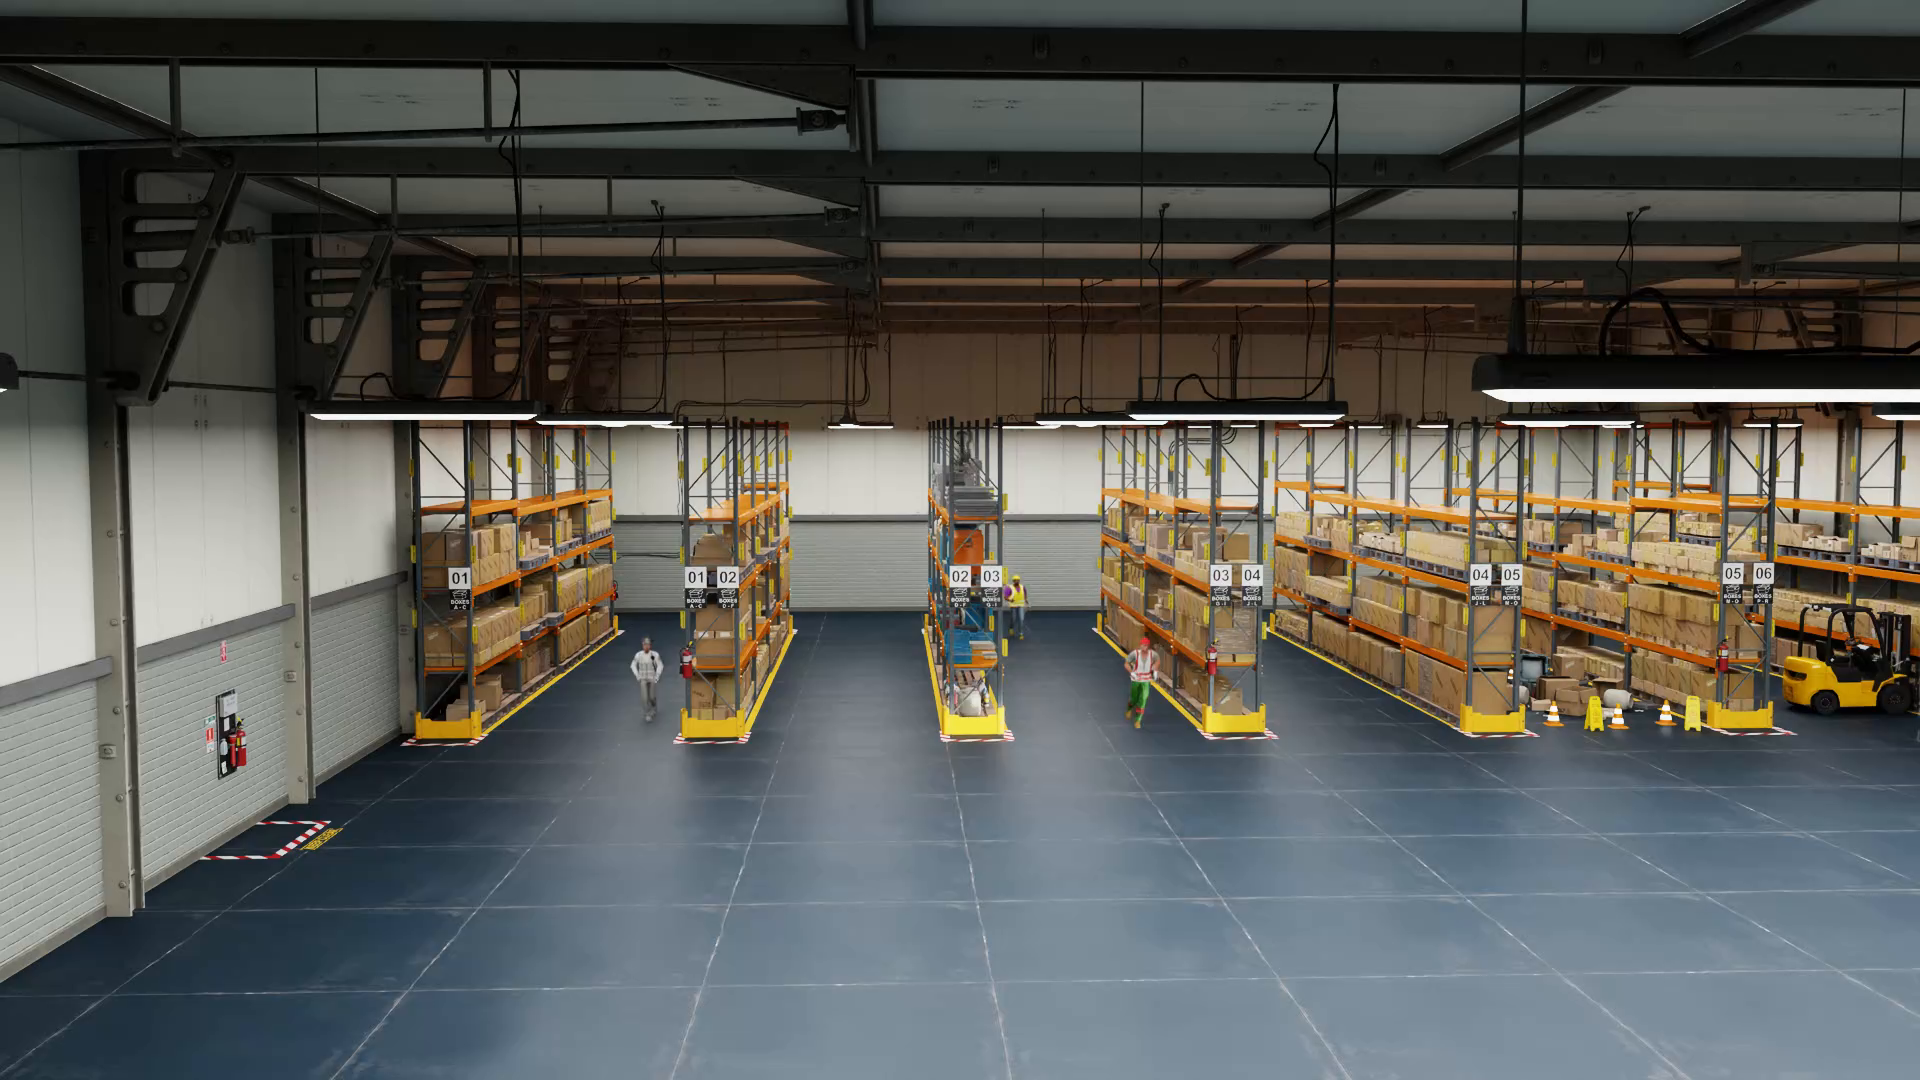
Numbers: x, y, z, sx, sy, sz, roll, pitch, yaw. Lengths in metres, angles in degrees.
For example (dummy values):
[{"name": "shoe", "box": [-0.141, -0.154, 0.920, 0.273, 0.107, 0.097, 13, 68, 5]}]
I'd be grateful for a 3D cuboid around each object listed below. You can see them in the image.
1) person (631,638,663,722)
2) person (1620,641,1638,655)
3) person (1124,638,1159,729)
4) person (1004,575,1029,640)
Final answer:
[{"name": "person", "box": [-6.205, 2.749, 32.940, 0.628, 1.662, 0.532, 0, 4, -6]}, {"name": "person", "box": [16.262, 2.243, 40.298, 0.671, 1.772, 0.798, 0, 4, -7]}, {"name": "person", "box": [3.538, 2.740, 32.412, 0.707, 1.736, 0.988, 0, 4, -7]}, {"name": "person", "box": [1.560, 1.840, 45.740, 0.704, 1.751, 0.985, -1, 4, -15]}]
